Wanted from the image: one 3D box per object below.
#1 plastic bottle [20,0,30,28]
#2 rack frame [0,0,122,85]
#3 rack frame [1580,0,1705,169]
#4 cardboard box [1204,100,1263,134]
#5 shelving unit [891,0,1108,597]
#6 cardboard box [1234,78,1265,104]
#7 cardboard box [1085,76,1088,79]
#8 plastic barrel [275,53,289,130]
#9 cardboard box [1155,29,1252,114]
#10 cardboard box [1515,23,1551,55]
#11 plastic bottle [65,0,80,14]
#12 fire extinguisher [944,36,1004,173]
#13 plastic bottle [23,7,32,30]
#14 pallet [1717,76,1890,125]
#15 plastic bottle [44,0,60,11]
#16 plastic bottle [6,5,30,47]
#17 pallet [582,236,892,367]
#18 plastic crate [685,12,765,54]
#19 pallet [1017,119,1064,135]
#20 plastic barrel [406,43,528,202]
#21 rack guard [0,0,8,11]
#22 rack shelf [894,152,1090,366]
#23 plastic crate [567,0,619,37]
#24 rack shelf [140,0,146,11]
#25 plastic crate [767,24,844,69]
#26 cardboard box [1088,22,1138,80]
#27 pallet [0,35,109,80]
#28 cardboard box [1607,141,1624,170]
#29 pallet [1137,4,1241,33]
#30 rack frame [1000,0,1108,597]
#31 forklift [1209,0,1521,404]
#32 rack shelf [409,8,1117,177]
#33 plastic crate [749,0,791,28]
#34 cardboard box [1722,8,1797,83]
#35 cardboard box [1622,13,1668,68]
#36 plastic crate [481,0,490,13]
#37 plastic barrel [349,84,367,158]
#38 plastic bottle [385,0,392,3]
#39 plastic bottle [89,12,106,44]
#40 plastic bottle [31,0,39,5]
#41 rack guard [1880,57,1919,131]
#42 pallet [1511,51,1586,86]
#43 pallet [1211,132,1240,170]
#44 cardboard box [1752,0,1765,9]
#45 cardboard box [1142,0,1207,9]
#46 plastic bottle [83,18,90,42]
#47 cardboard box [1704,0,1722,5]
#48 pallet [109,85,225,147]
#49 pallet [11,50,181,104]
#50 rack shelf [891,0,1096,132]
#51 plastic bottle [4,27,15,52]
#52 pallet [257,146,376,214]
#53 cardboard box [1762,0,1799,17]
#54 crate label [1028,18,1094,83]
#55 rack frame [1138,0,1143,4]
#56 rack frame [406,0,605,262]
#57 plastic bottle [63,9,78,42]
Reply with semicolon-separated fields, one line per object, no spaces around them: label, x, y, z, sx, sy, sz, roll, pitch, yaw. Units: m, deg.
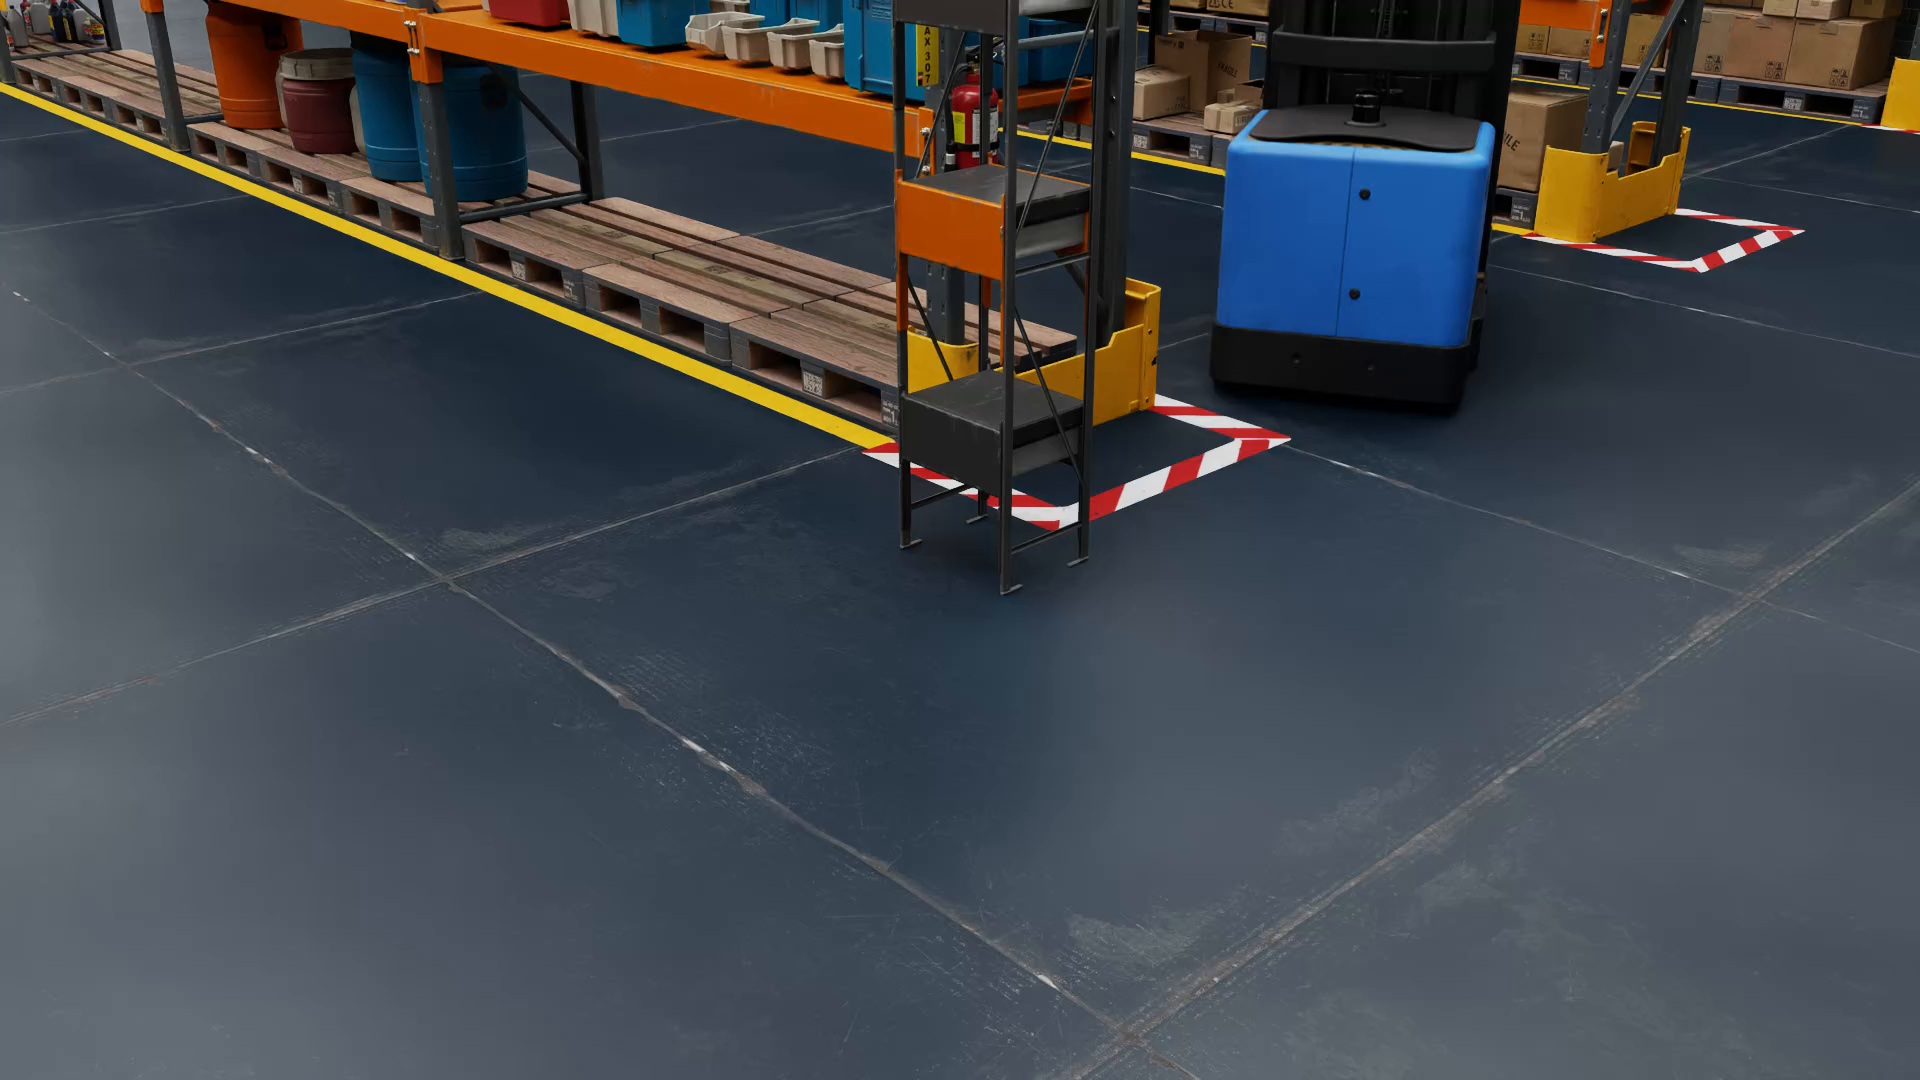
plastic bottle;-9.008;-5.093;16.042;0.061;0.283;0.133;-21;32;-38
rack frame;-7.924;-5.463;14.111;1.000;3.000;0.127;-21;32;-38
rack frame;3.896;-3.231;9.219;1.000;3.000;0.127;-21;32;-38
cardboard box;1.890;-2.907;11.391;0.380;0.166;0.250;-21;32;-38
shelving unit;0.113;-0.905;5.204;0.431;2.100;0.503;-21;32;-38
cardboard box;2.271;-3.101;11.642;0.500;0.311;0.500;-21;32;-38
cardboard box;0.616;-3.574;12.453;0.500;0.500;0.500;-21;32;-39
plastic barrel;-4.392;-3.021;11.250;0.421;0.512;0.421;0;25;0
cardboard box;1.759;-3.414;12.101;0.500;0.500;0.500;-21;32;-38
cardboard box;5.212;-4.648;14.830;0.700;0.500;0.500;-21;32;-38
plastic bottle;-8.173;-4.820;15.363;0.144;0.351;0.185;-20;31;-37
fire extinguisher;0.049;-1.448;5.852;0.296;0.674;0.183;-21;32;-38
plastic bottle;-8.914;-5.003;15.943;0.097;0.201;0.097;0;25;0
pallet;6.906;-3.589;13.363;1.003;0.211;1.213;-21;32;-38
plastic bottle;-8.592;-5.006;15.771;0.144;0.351;0.185;-22;32;-39
plastic bottle;-8.469;-4.612;14.907;0.144;0.351;0.185;-21;32;-38
pallet;-1.087;-1.189;8.102;1.003;0.211;1.213;-21;32;-38
plastic crate;-1.023;-2.184;7.169;0.298;0.136;0.250;-21;32;-38
pallet;0.579;-3.410;12.971;1.003;0.211;1.213;-21;32;-38
plastic barrel;-2.815;-2.445;9.518;0.600;0.901;0.708;-21;32;-38
rack guard;-10.572;-5.528;17.265;1.175;0.500;0.348;-21;32;-38
rack shelf;0.113;-0.893;5.210;0.431;0.518;0.480;-21;32;-38
plastic crate;-1.547;-2.498;7.681;0.437;0.282;0.530;-21;32;-38
rack shelf;-6.557;-4.530;12.932;1.077;0.370;4.000;-21;32;-38
plastic crate;-0.599;-2.022;6.814;0.396;0.136;0.243;-21;32;-38
cardboard box;1.009;-3.722;12.776;0.500;0.500;0.500;22;33;39
pallet;-8.353;-4.410;15.161;1.003;0.211;1.213;-21;32;-38
cardboard box;3.861;-2.359;10.211;0.380;0.149;0.250;-21;32;-38
pallet;2.526;-5.533;17.623;1.003;0.211;1.213;-21;32;-38
rack frame;0.280;-0.831;5.042;0.400;2.100;0.015;-21;32;-38
forklift;2.014;-2.476;7.645;1.130;2.935;3.031;8;26;17
rack shelf;-1.089;-2.106;7.619;1.077;0.370;4.000;-21;32;-38
plastic crate;-0.756;-2.436;7.606;0.416;0.233;0.300;-21;32;-38
cardboard box;6.616;-4.027;13.469;0.700;0.500;0.500;-21;32;-39
cardboard box;5.902;-4.338;14.152;0.700;0.500;0.500;-20;31;-37
plastic crate;-2.242;-2.765;8.442;0.396;0.136;0.243;-21;32;-38
plastic barrel;-3.620;-2.679;10.500;0.421;0.512;0.421;0;25;0
plastic bottle;-3.061;-3.004;8.960;0.097;0.201;0.097;0;25;0
plastic bottle;-7.822;-4.643;15.070;0.097;0.271;0.097;0;25;0
plastic bottle;-8.836;-5.078;16.018;0.152;0.276;0.135;-22;33;-40
rack guard;7.526;-3.493;12.805;1.175;0.500;0.348;-21;32;-38
pallet;5.238;-4.328;14.984;1.003;0.211;1.213;-21;32;-38
pallet;2.469;-2.596;11.187;1.003;0.211;1.213;-21;32;-38
cardboard box;6.672;-4.418;13.545;0.380;0.149;0.250;-21;32;-38
cardboard box;2.449;-6.014;17.404;0.750;0.750;0.750;-22;32;-39
plastic bottle;-7.961;-4.672;15.220;0.097;0.201;0.097;0;25;0
cardboard box;6.322;-4.573;13.884;0.380;0.149;0.250;-21;32;-38
pallet;-5.691;-3.228;12.572;1.003;0.211;1.213;-21;32;-38
pallet;-7.359;-3.967;14.192;1.003;0.211;1.213;-21;32;-38
rack shelf;0.113;-1.530;4.919;0.431;0.518;0.480;-21;32;-38
plastic bottle;-8.399;-4.411;14.647;0.097;0.201;0.097;0;25;0
pallet;-3.791;-2.386;10.725;1.003;0.211;1.213;-21;32;-38
cardboard box;6.562;-4.235;13.143;0.380;0.149;0.250;-20;31;-37
crate label;0.349;-1.947;6.532;0.416;0.233;0.303;-21;32;-38
rack frame;2.042;-7.061;17.615;1.000;3.000;0.127;-21;32;-38
rack frame;-2.456;-3.039;8.798;1.000;3.000;0.127;-21;32;-38
plastic bottle;-8.140;-4.708;15.199;0.061;0.283;0.133;-21;32;-38
